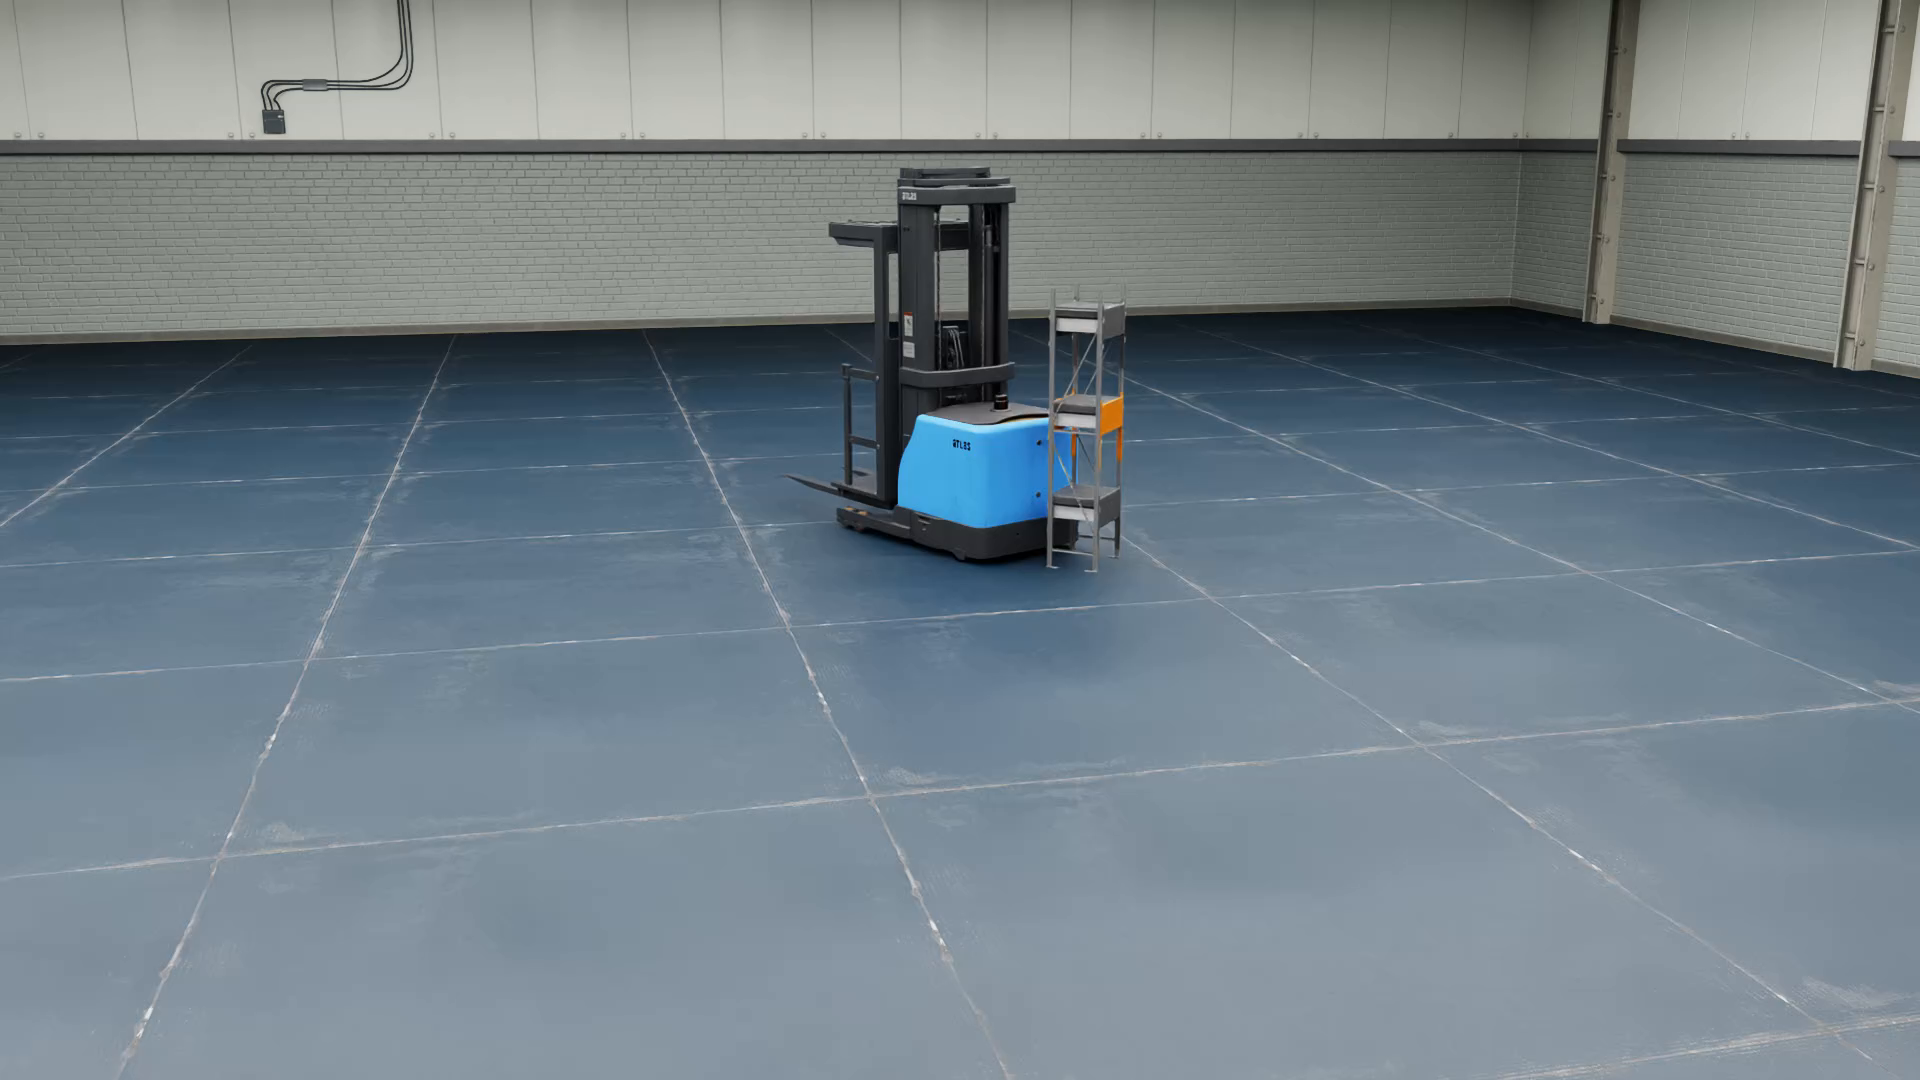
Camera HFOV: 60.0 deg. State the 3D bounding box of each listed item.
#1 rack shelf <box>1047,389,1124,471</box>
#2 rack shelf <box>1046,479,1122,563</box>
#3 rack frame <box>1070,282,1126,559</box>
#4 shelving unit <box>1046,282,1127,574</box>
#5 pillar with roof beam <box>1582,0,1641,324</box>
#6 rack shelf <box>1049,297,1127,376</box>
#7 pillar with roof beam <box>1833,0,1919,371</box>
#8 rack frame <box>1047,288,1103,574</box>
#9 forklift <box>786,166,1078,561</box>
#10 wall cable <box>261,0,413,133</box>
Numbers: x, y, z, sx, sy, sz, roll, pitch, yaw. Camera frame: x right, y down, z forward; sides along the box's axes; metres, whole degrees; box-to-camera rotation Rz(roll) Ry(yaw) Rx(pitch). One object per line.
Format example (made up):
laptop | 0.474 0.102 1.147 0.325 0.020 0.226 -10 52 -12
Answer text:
rack shelf | 0.944 -0.830 12.456 0.431 0.518 0.480 6 15 24
rack shelf | 0.944 -0.150 12.622 0.431 0.518 0.480 6 15 24
rack frame | 1.047 -0.895 12.668 0.400 2.100 0.015 6 15 24
shelving unit | 0.944 -0.843 12.453 0.431 2.100 0.503 6 15 24
pillar with roof beam | 6.881 -7.914 26.860 9.100 9.000 0.400 -3 14 -13
rack shelf | 0.944 -1.510 12.290 0.431 0.518 0.480 6 15 24
pillar with roof beam | 8.290 -6.530 21.195 9.100 9.000 0.400 -3 14 -13
rack frame | 0.842 -0.790 12.237 0.400 2.100 0.015 6 15 24
forklift | -0.369 -1.559 13.635 1.130 2.935 3.031 -10 17 -37
wall cable | -9.729 -9.329 25.486 2.305 6.003 0.169 -3 14 -13
